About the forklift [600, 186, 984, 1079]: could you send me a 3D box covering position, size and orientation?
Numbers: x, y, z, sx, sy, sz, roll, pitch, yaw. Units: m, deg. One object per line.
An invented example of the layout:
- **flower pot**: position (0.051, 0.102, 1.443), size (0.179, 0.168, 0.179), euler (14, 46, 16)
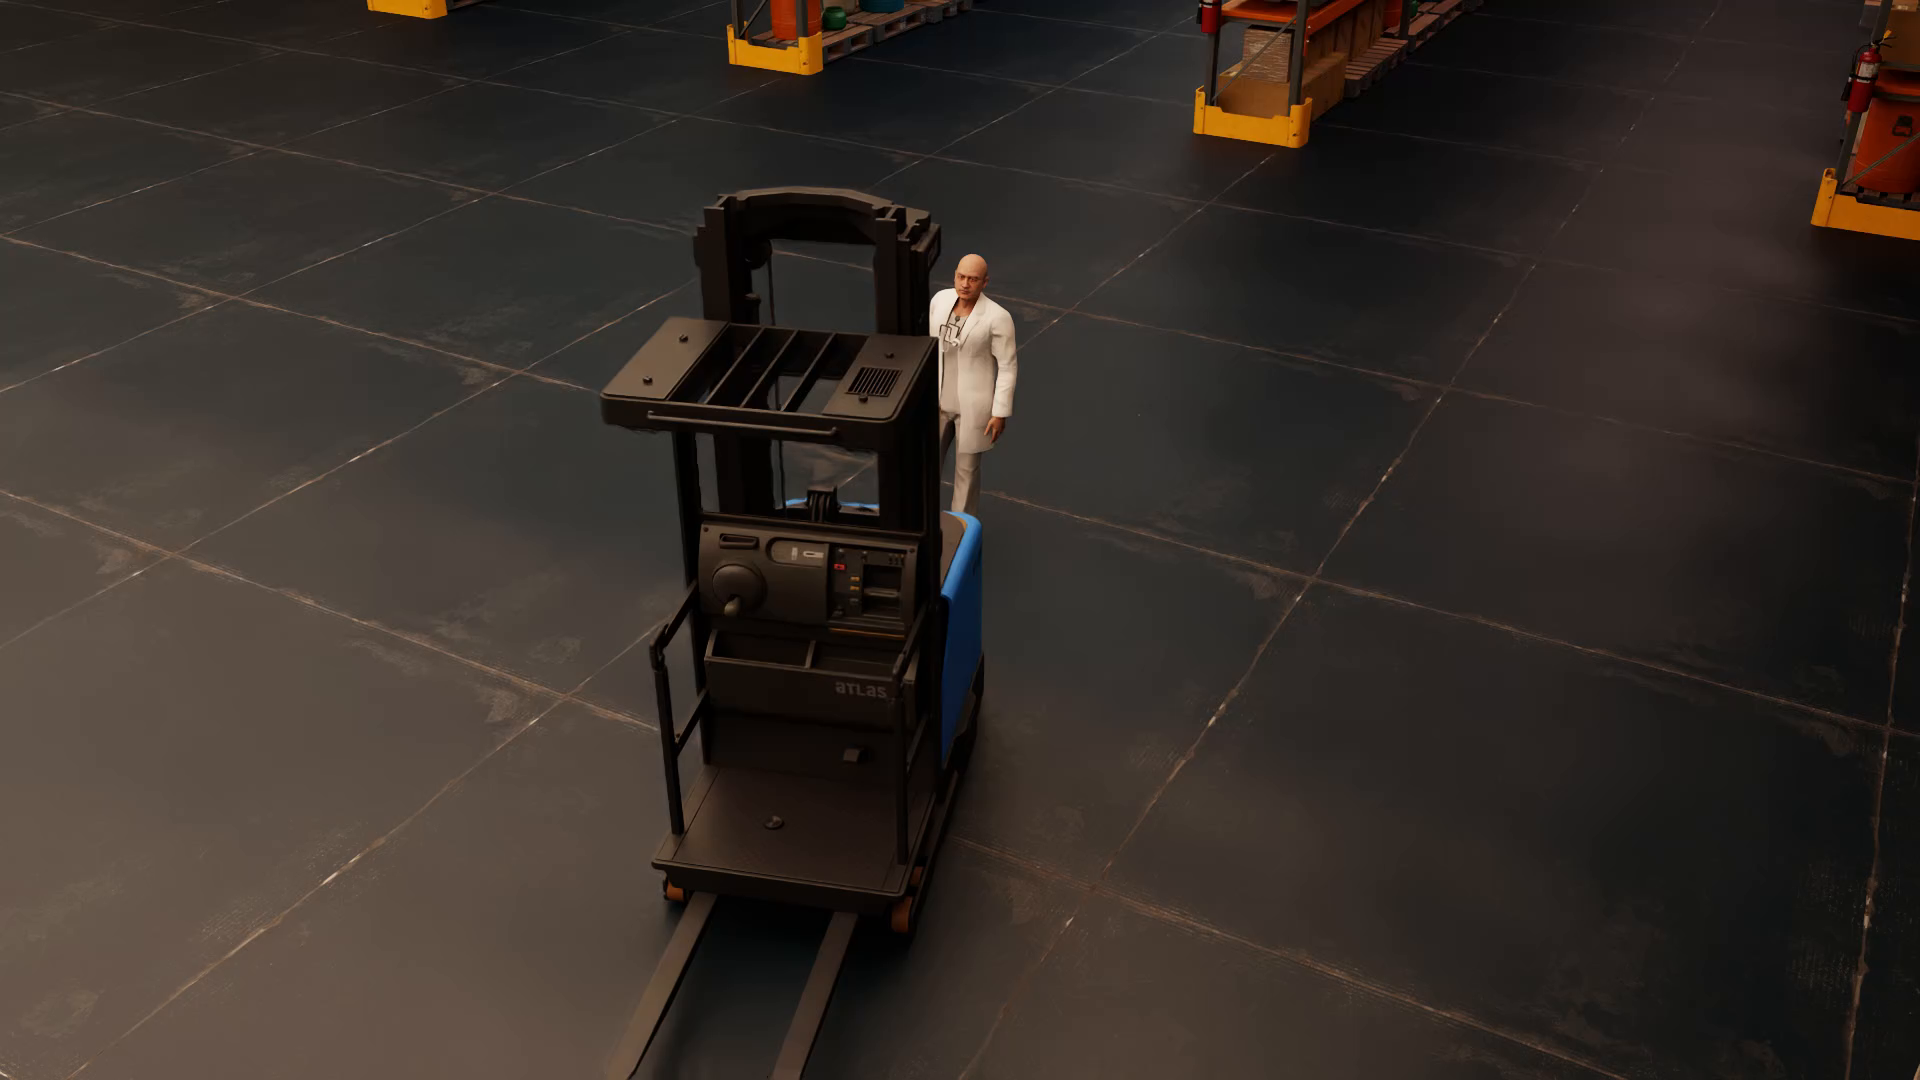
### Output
- **forklift**: position (-0.672, 0.206, 6.713), size (1.130, 2.935, 3.031), euler (6, 30, 10)

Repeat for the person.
- **person**: position (-0.048, -0.738, 9.488), size (0.694, 1.776, 0.581), euler (15, 33, 25)
